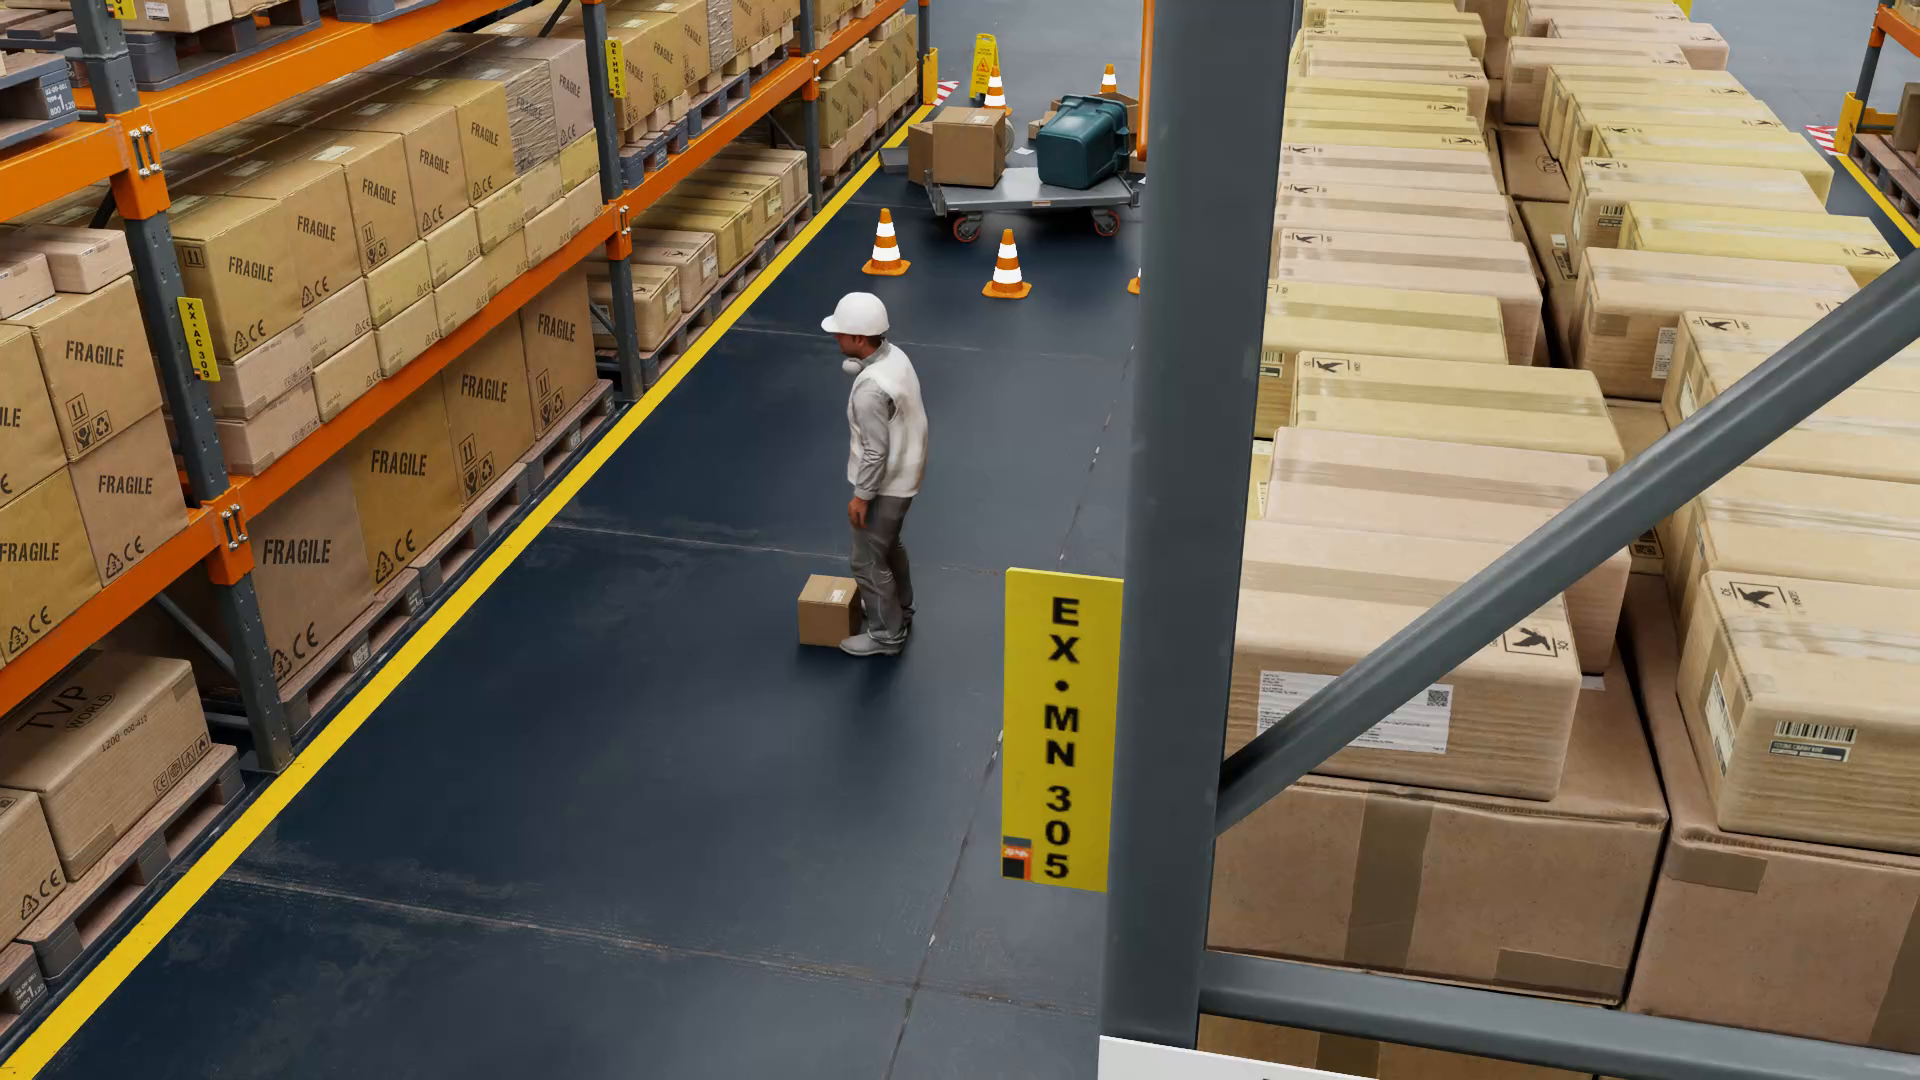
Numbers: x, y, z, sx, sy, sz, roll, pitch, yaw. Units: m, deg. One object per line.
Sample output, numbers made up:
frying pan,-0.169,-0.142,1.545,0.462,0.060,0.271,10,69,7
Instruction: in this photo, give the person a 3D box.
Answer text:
person,-0.374,-0.296,7.637,0.457,1.773,0.593,4,29,8
